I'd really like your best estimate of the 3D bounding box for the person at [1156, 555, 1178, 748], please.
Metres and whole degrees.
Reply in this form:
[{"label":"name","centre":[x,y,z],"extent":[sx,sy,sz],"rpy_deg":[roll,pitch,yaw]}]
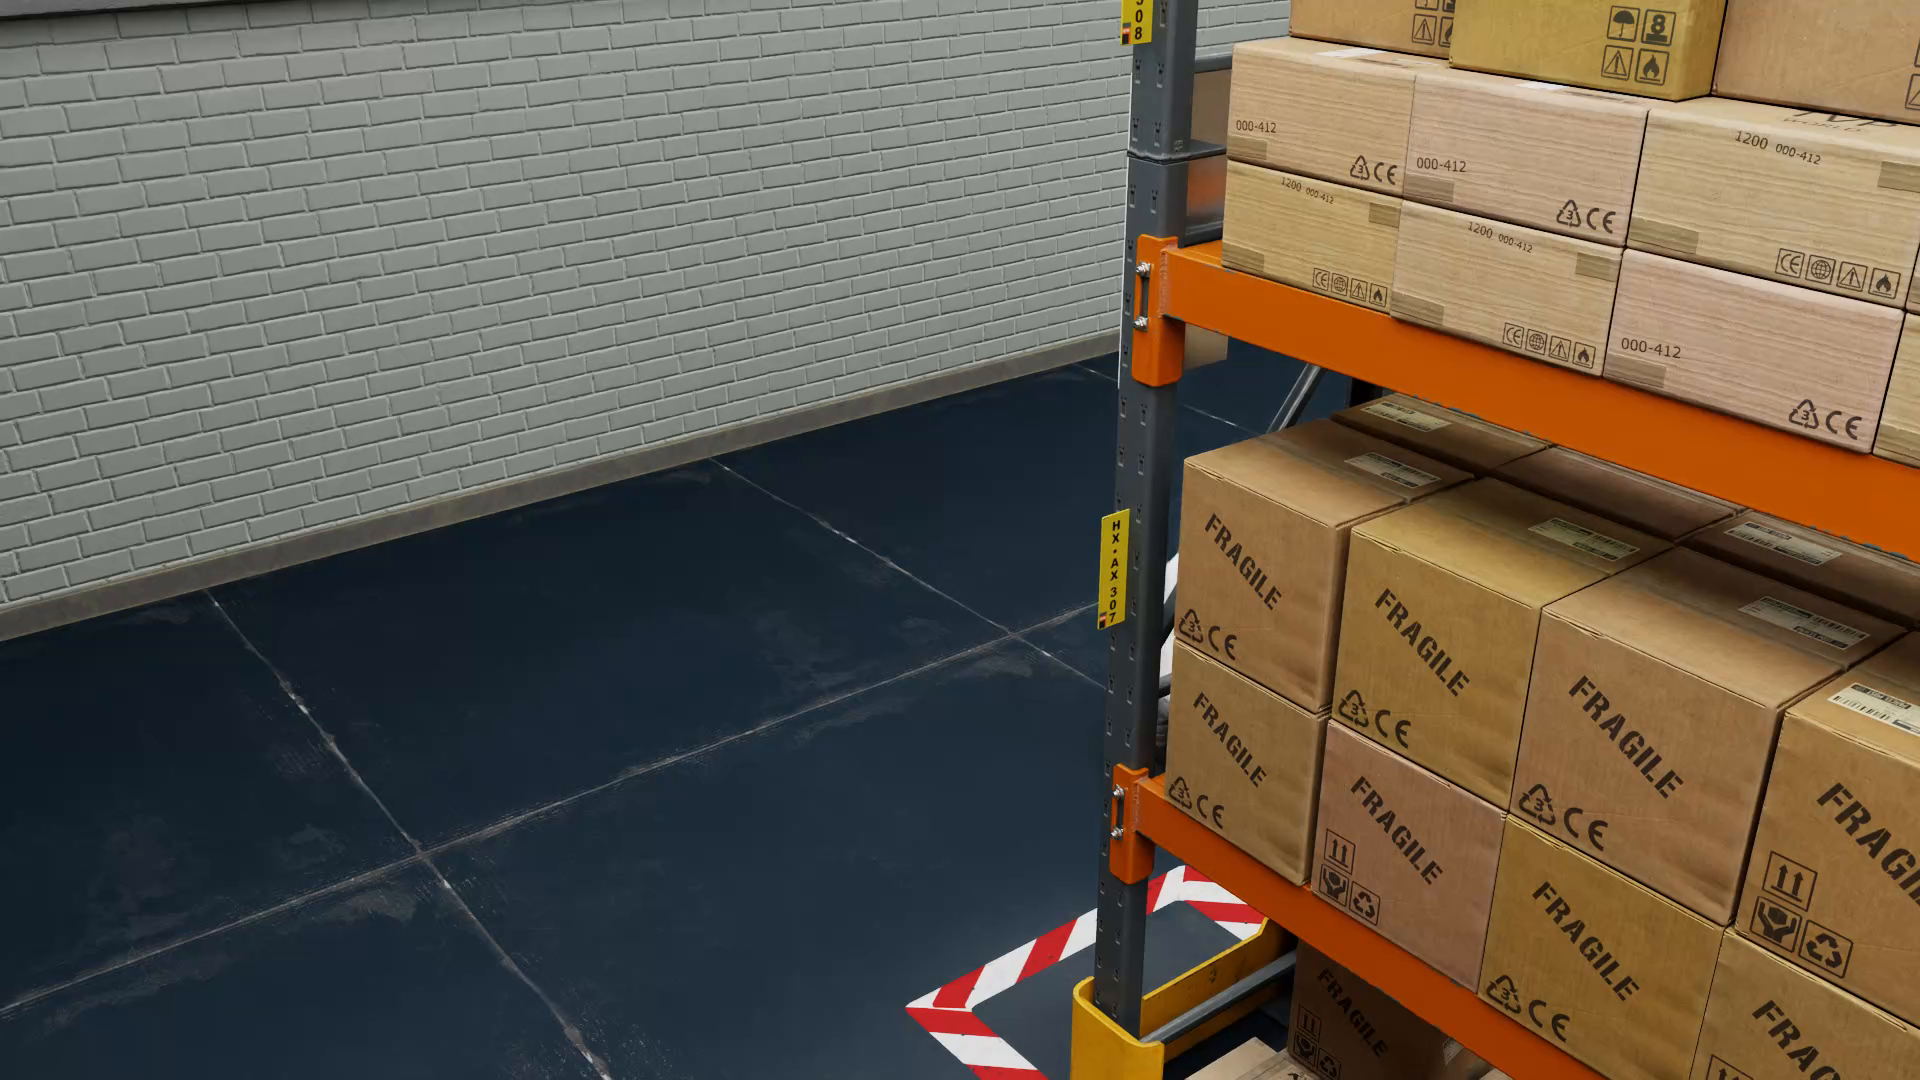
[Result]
[{"label":"person","centre":[1.066,0.421,7.087],"extent":[0.863,1.010,0.527],"rpy_deg":[-18,30,-34]}]
